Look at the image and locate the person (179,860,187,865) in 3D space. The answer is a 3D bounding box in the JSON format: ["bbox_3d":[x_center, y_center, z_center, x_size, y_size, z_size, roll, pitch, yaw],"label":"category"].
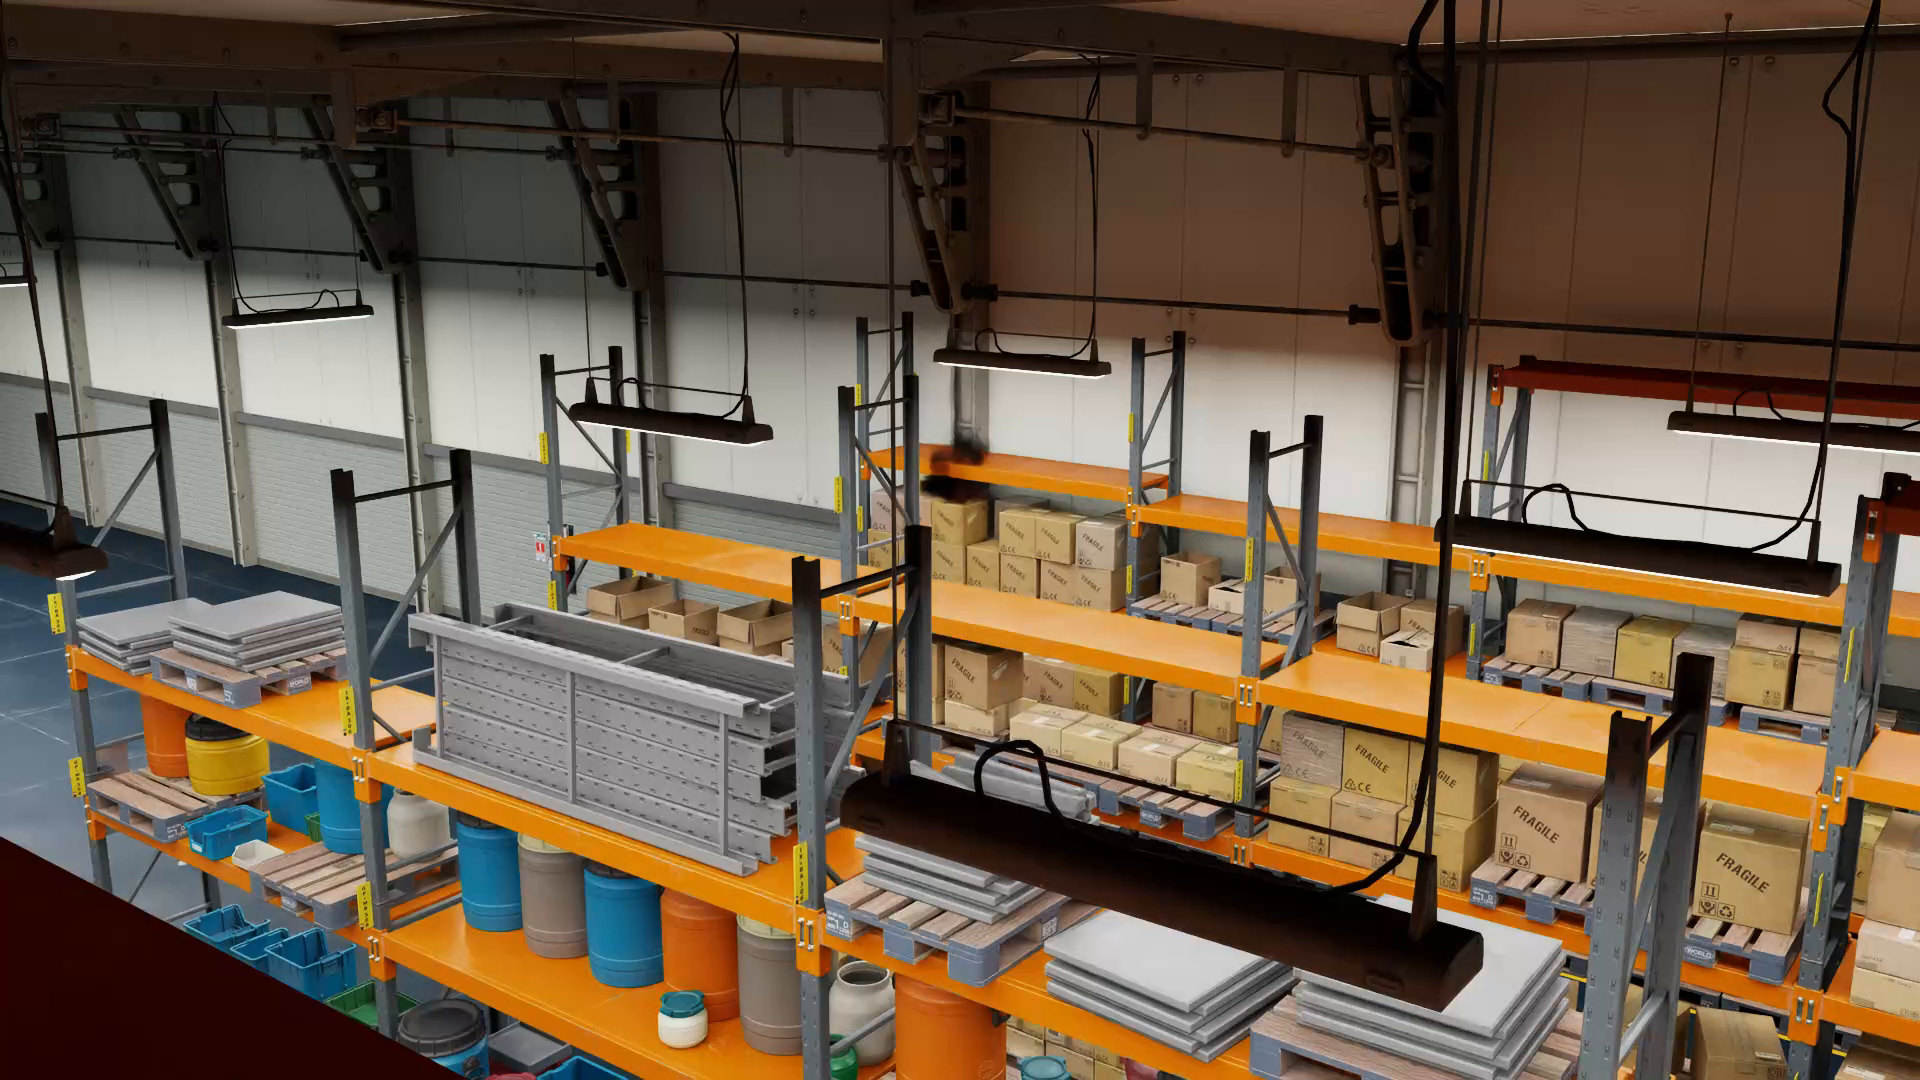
[{"bbox_3d":[-8.883,2.938,19.100,0.655,1.624,0.601,-9,16,-34],"label":"person"}]
